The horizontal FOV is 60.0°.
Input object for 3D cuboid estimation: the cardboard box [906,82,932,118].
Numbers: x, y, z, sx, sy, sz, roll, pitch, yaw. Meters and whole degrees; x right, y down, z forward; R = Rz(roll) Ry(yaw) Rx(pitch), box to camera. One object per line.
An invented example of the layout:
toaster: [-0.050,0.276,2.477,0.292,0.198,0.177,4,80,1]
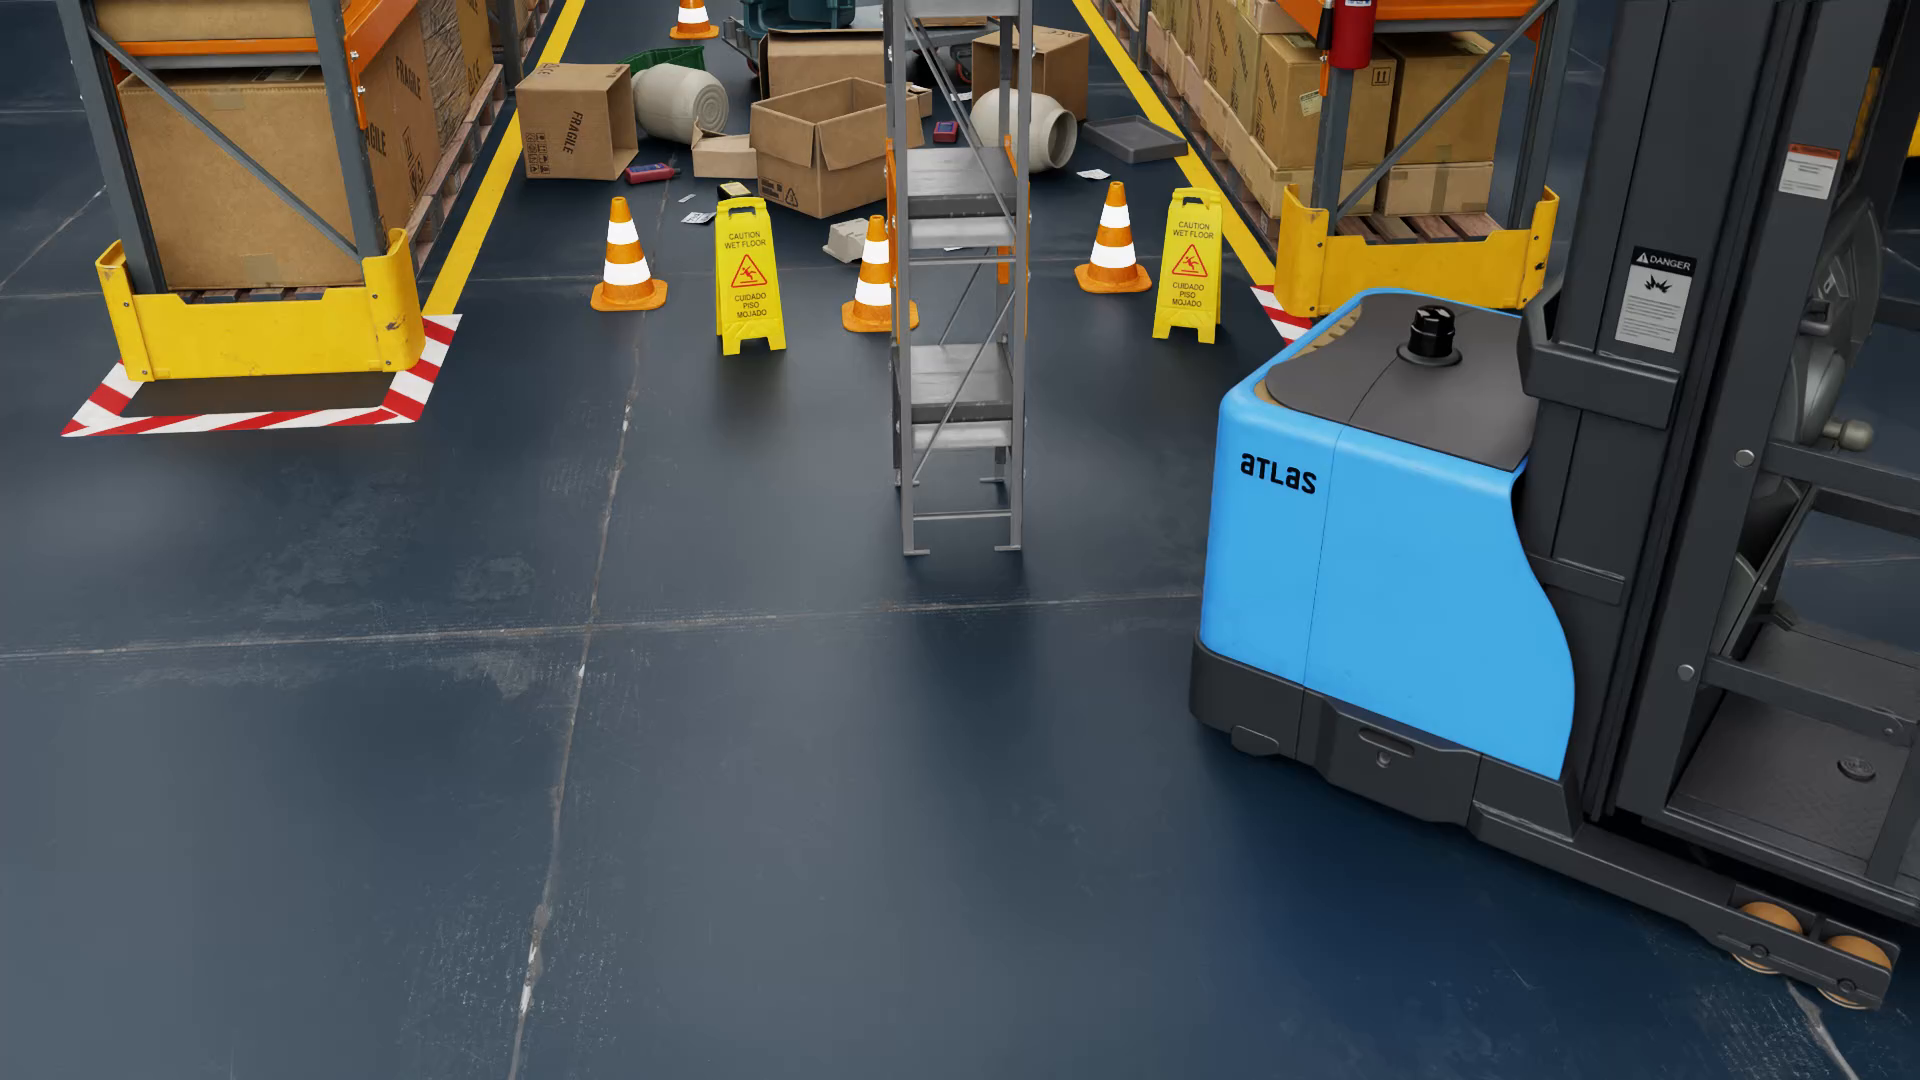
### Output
cardboard box: [-0.393,-2.703,10.017,0.396,0.266,0.258,27,40,37]

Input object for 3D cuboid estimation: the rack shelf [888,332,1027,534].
rack shelf: [-0.015,-0.373,5.719,0.431,0.518,0.480,-3,31,-5]

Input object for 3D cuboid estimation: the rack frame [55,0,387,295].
rack frame: [-2.877,-2.065,6.282,1.000,3.000,0.127,-3,31,-5]

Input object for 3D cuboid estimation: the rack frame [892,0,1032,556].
rack frame: [0.007,-0.861,5.144,0.400,2.100,0.015,-3,31,-5]

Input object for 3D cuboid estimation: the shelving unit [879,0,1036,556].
shelving unit: [-0.015,-0.986,5.353,0.431,2.100,0.503,-3,31,-5]

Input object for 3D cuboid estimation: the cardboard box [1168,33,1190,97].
cardboard box: [1.515,-2.810,9.801,0.500,0.250,0.500,-1,31,-2]

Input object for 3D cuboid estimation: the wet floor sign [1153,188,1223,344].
wet floor sign: [0.994,-1.195,7.121,0.267,0.644,0.232,8,32,13]

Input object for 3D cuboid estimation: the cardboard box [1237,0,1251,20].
cardboard box: [1.585,-2.663,8.192,0.380,0.149,0.250,-2,31,-4]

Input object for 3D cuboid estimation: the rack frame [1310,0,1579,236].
rack frame: [2.041,-2.354,6.765,1.000,3.000,0.127,-3,31,-5]

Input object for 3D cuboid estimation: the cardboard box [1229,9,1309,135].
cardboard box: [1.655,-2.338,8.280,0.500,0.500,0.500,-2,31,-3]

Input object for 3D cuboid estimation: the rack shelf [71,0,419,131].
rack shelf: [-3.064,-2.777,8.176,1.077,0.370,4.000,-3,31,-5]

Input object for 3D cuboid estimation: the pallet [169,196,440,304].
pallet: [-3.030,-1.272,7.674,1.003,0.211,1.213,-3,31,-5]

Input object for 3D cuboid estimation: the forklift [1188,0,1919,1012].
forklift: [2.154,-0.470,3.678,3.031,2.935,1.130,20,36,30]

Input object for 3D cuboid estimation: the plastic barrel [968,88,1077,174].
plastic barrel: [0.341,-2.230,9.070,0.512,0.421,0.421,20,36,29]

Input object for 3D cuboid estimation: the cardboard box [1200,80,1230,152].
cardboard box: [1.603,-2.285,8.922,0.500,0.250,0.500,-4,31,-6]

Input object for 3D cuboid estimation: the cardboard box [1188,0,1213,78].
cardboard box: [1.563,-2.866,9.164,0.500,0.500,0.500,-1,31,-2]

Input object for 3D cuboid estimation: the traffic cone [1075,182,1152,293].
traffic cone: [0.717,-1.422,7.680,0.336,0.463,0.334,-3,31,-5]

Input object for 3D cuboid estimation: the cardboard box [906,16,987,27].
cardboard box: [-0.102,-3.547,10.463,0.500,0.500,0.500,-3,31,-5]

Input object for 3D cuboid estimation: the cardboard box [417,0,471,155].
cardboard box: [-3.174,-2.591,8.825,0.875,0.875,0.875,-3,31,-4]

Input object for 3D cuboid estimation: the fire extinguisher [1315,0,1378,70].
fire extinguisher: [1.593,-2.240,6.650,0.296,0.674,0.183,-3,31,-5]

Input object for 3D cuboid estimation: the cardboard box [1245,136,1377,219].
cardboard box: [1.696,-1.766,8.053,0.500,0.250,0.500,-3,31,-5]

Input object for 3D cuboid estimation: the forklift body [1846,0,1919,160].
forklift body: [4.990,-3.110,8.859,2.313,2.155,1.214,-3,31,-5]

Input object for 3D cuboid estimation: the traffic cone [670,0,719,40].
traffic cone: [-1.873,-3.775,11.619,0.336,0.463,0.334,-3,31,-5]

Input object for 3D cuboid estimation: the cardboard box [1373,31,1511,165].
cardboard box: [2.239,-2.113,7.902,0.500,0.500,0.500,-4,31,-6]

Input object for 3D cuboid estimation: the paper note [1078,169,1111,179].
paper note: [0.733,-2.000,9.069,0.142,0.019,0.148,-14,33,-22]

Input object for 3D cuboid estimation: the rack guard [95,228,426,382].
rack guard: [-2.875,-0.980,6.902,1.175,0.500,0.348,-3,31,-5]

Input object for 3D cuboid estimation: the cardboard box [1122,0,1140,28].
cardboard box: [1.616,-3.716,11.199,0.950,0.372,0.625,-2,31,-4]

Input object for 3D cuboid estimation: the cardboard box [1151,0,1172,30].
cardboard box: [1.454,-3.404,10.064,0.500,0.500,0.500,-1,31,-2]

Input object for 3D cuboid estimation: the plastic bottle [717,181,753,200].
plastic bottle: [-1.195,-1.829,8.753,0.133,0.061,0.283,-14,33,-22]

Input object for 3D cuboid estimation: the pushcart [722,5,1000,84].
pushcart: [-0.598,-3.135,10.631,1.648,0.377,0.936,-14,33,-22]

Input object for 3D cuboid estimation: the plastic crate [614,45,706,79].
plastic crate: [-1.931,-2.899,10.364,0.450,0.188,0.662,4,30,26]

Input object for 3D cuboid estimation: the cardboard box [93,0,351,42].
cardboard box: [-2.957,-2.317,6.557,0.875,0.550,0.550,-3,31,-5]

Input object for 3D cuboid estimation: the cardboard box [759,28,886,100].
cardboard box: [-0.739,-2.593,9.468,0.797,0.637,0.503,-3,31,-5]

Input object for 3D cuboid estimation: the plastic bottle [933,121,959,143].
plastic bottle: [-0.079,-2.386,9.684,0.133,0.061,0.283,2,31,4]

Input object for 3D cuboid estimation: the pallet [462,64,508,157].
pallet: [-3.258,-2.518,9.760,1.003,0.211,1.213,-3,31,-5]

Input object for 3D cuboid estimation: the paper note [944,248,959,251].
paper note: [-0.029,-1.466,8.175,0.148,0.019,0.142,-14,33,-22]

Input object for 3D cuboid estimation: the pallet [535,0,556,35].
pallet: [-3.515,-3.925,12.115,1.003,0.211,1.213,-3,31,-5]

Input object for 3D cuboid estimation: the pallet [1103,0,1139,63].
pallet: [1.594,-3.596,11.565,1.003,0.211,1.213,-3,31,-5]

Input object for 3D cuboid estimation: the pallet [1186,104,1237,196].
pallet: [1.883,-2.233,9.283,1.003,0.211,1.213,-3,31,-5]

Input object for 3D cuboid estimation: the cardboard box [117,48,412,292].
cardboard box: [-3.007,-1.676,7.294,0.875,0.875,0.875,-3,31,-4]

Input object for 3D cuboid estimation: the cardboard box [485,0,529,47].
cardboard box: [-3.399,-3.634,10.694,1.050,0.750,0.750,-3,31,-5]

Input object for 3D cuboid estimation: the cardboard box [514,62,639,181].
cardboard box: [-2.084,-2.292,9.097,0.500,0.500,0.500,2,31,4]
